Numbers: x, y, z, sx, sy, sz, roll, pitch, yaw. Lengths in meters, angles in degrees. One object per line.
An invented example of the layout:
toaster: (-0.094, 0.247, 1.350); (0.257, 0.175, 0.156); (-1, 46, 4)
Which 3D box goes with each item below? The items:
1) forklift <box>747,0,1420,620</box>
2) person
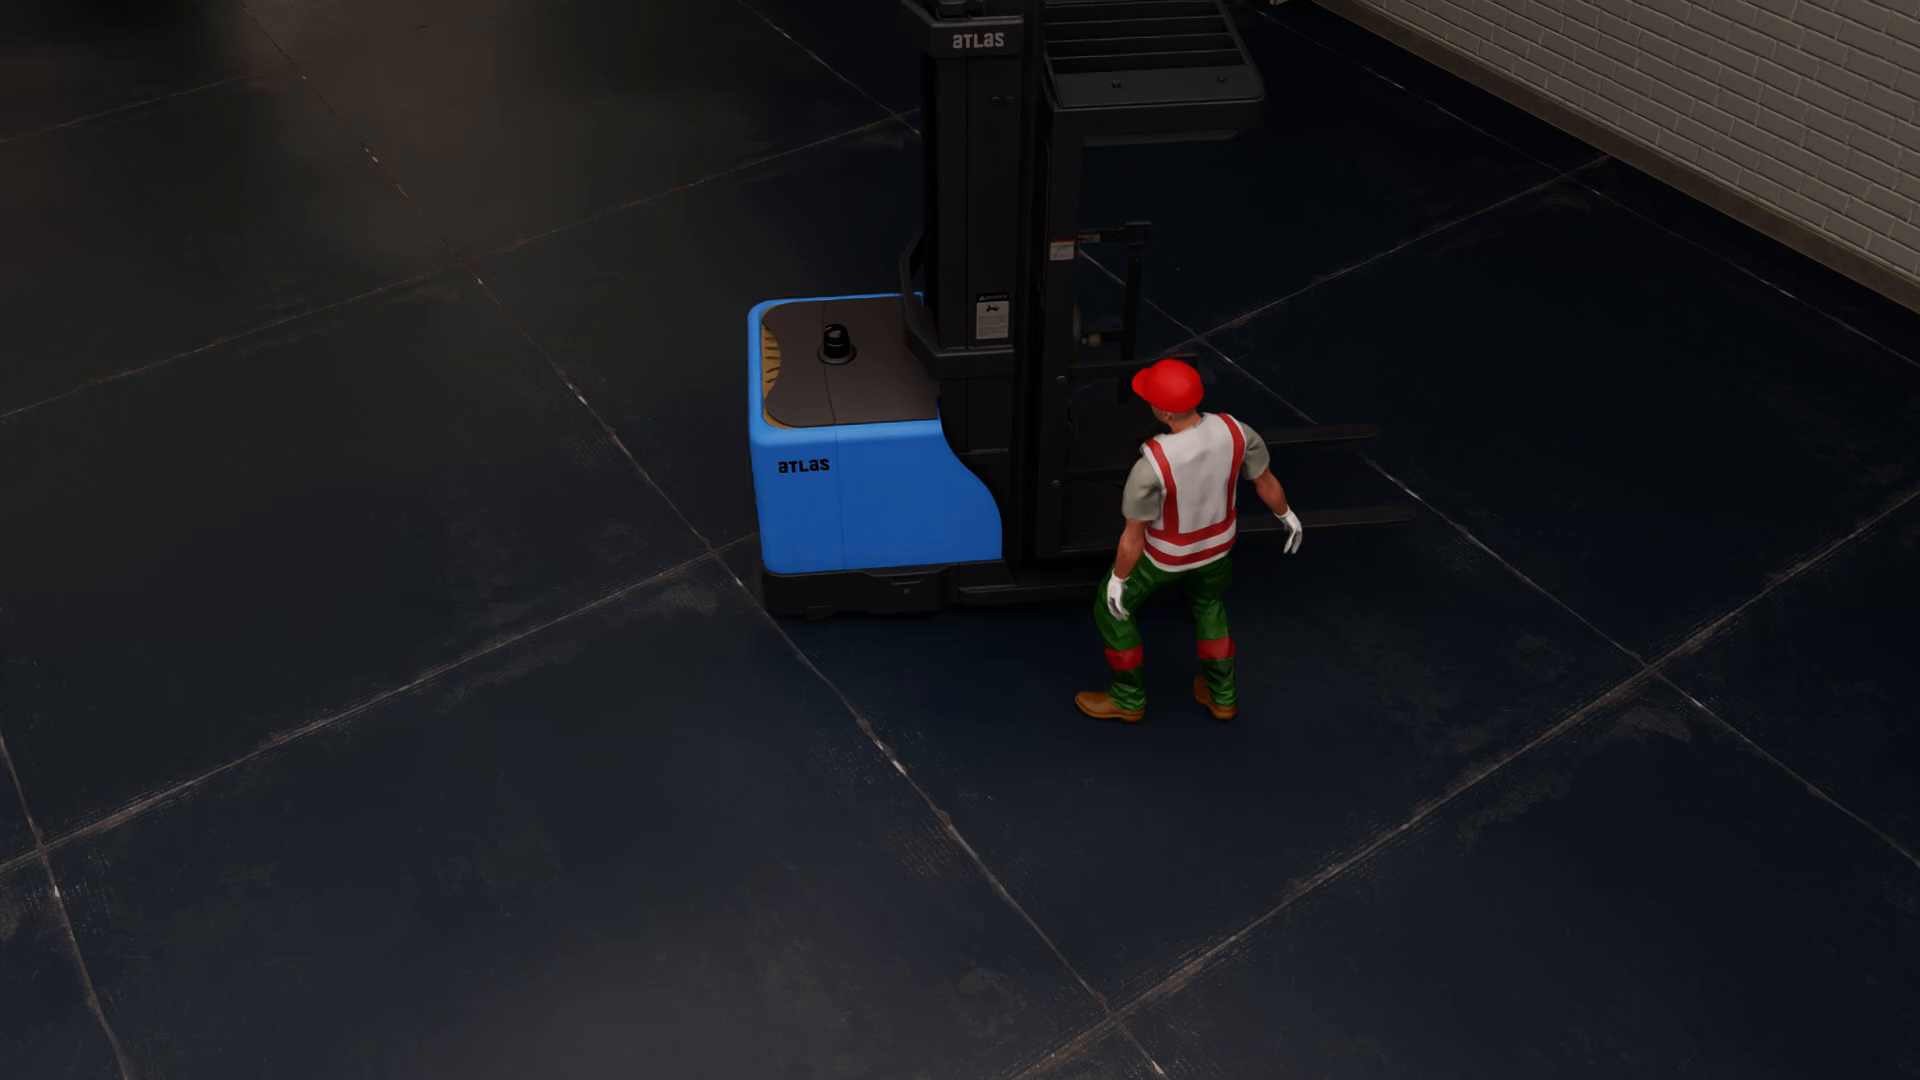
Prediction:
forklift: (0.583, -1.141, 6.954); (3.031, 2.935, 1.130); (-4, 43, -4)
person: (0.933, 0.031, 6.600); (0.891, 1.745, 0.502); (-15, 45, -15)
